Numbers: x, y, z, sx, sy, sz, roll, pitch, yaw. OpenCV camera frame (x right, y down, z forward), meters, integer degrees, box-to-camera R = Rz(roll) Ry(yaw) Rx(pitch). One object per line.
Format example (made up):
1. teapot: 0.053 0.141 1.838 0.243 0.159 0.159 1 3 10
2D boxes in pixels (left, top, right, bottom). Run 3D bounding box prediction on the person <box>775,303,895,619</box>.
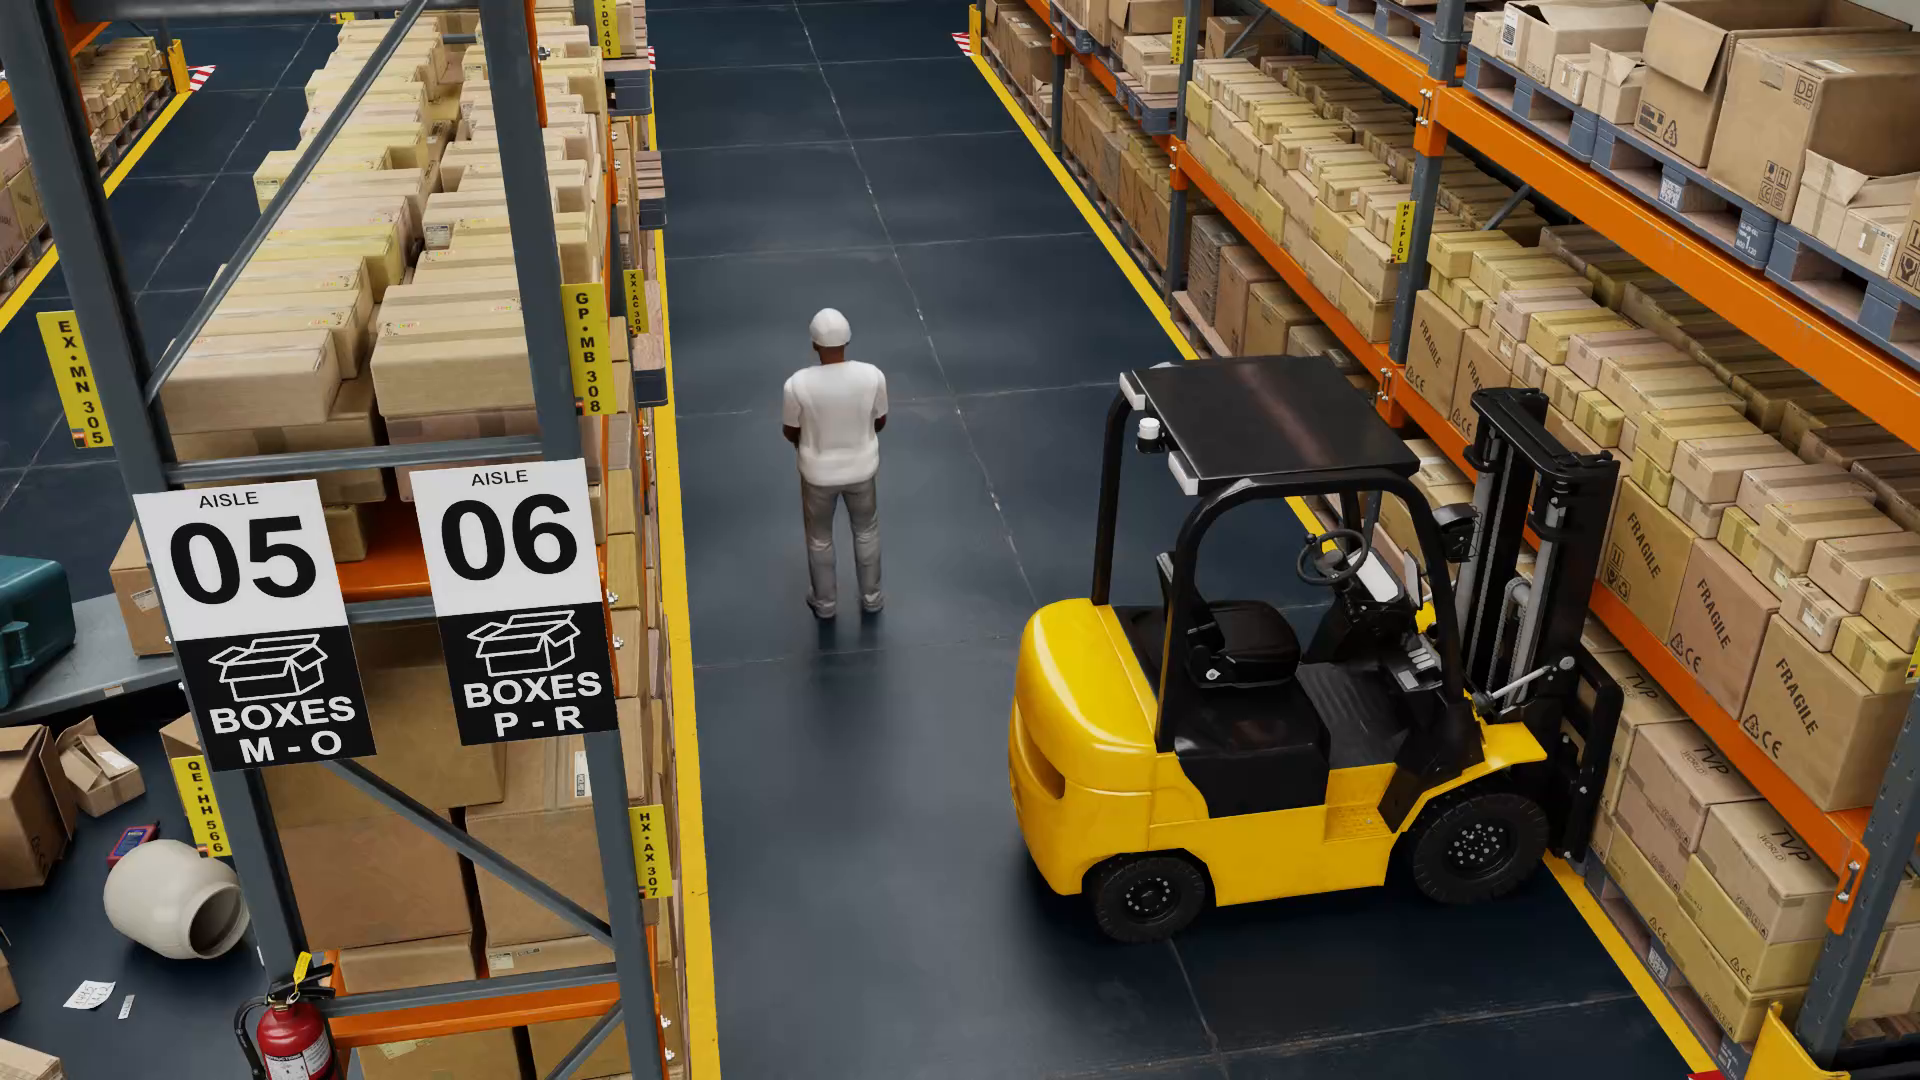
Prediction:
1. person: -0.657 -0.402 8.801 0.638 1.761 0.458 -7 31 -12
